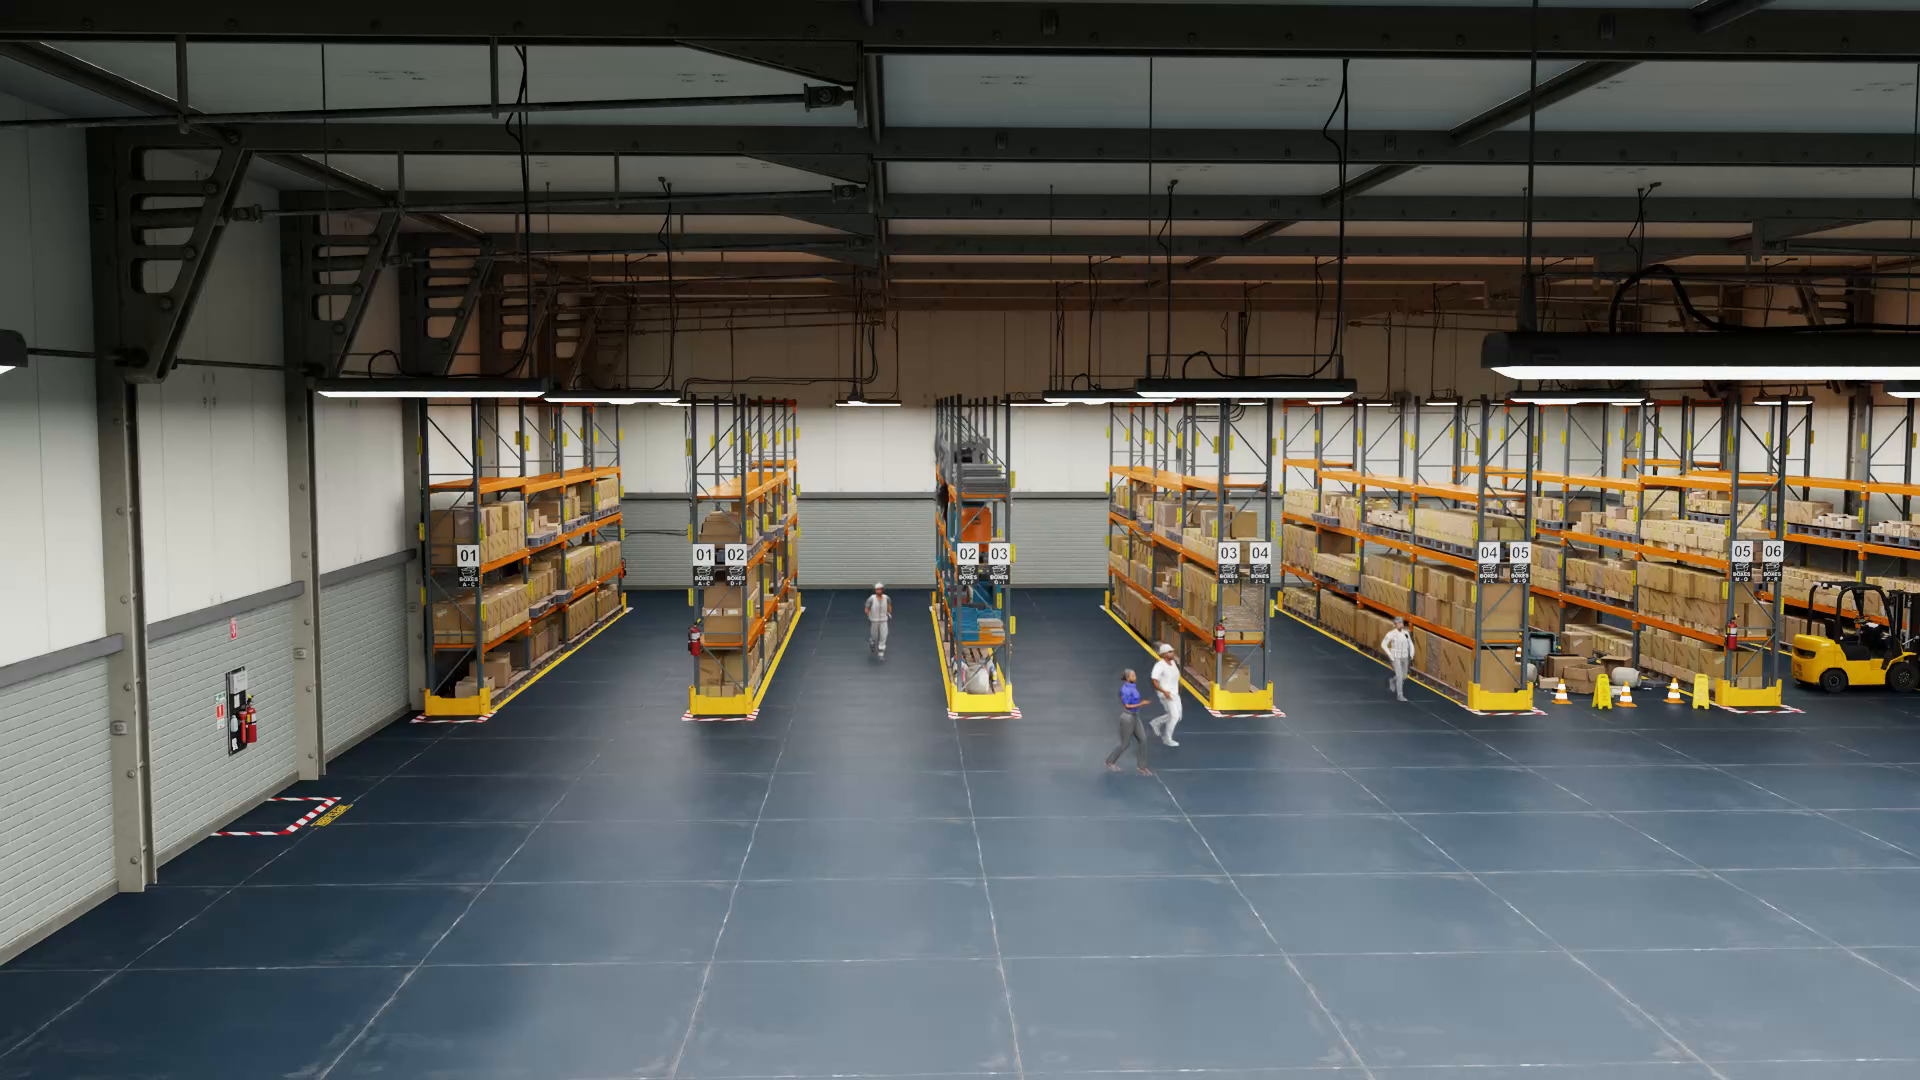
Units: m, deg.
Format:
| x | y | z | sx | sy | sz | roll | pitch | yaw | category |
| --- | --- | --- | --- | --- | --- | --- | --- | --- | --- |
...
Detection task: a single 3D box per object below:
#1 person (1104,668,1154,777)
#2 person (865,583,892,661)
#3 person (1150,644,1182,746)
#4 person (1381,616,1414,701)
| x | y | z | sx | sy | sz | roll | pitch | yaw | category |
| --- | --- | --- | --- | --- | --- | --- | --- | --- | --- |
| 2.635 | 2.845 | 25.936 | 0.772 | 1.701 | 0.566 | 2 | 5 | 22 | person |
| -1.860 | 1.852 | 38.032 | 0.643 | 1.758 | 0.873 | -1 | 5 | -15 | person |
| 3.500 | 2.632 | 28.401 | 0.561 | 1.732 | 0.693 | 3 | 5 | 33 | person |
| 8.615 | 2.310 | 32.763 | 0.654 | 1.652 | 0.739 | -1 | 5 | -14 | person |
